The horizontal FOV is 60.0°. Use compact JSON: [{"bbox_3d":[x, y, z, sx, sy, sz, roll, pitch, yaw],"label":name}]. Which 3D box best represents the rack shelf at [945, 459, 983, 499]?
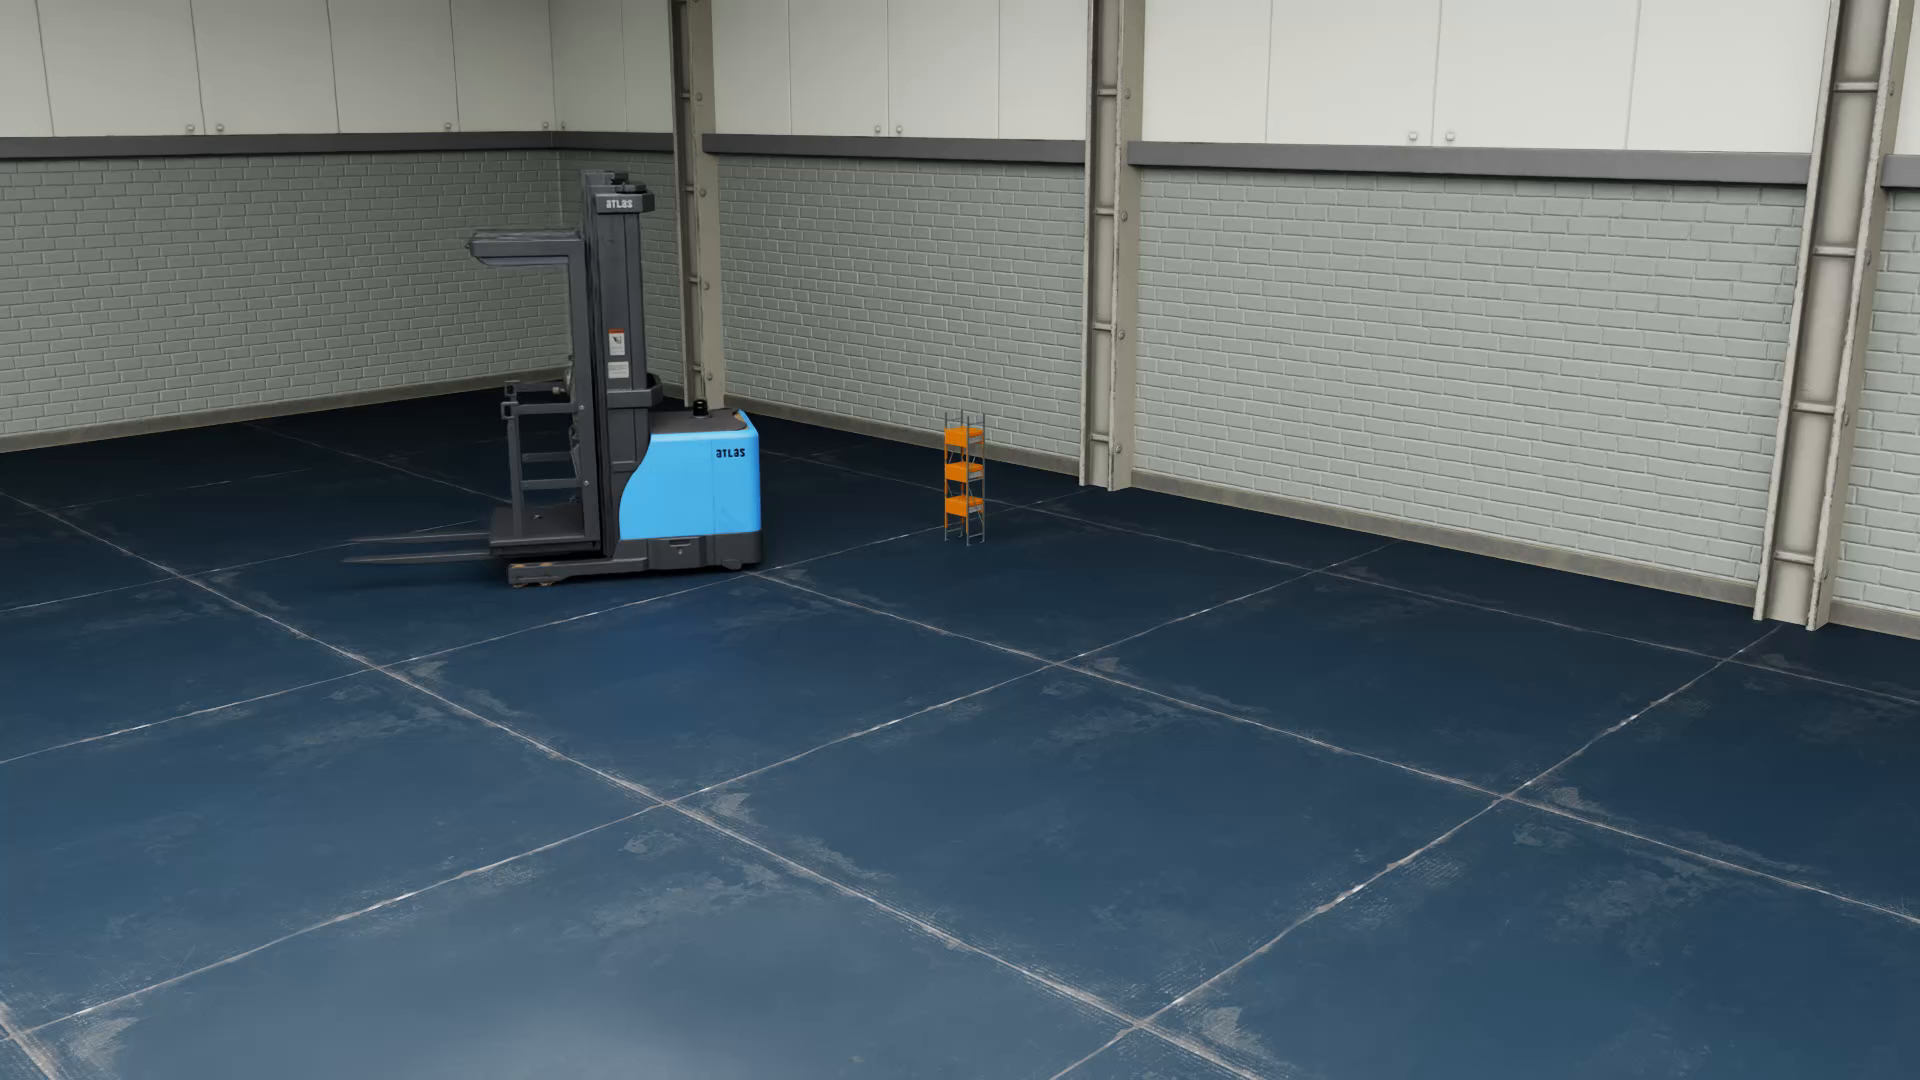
[{"bbox_3d":[0.039,-0.488,13.266,0.240,0.259,0.215,14,20,42],"label":"rack shelf"}]

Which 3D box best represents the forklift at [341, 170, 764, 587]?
[{"bbox_3d":[-3.055,-1.219,12.298,3.031,2.935,1.130,-4,15,-13],"label":"forklift"}]

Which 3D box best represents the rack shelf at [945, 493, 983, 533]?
[{"bbox_3d":[0.039,-0.219,13.336,0.240,0.259,0.215,14,20,42],"label":"rack shelf"}]

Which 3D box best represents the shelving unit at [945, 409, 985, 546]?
[{"bbox_3d":[0.039,-0.499,13.264,0.252,1.050,0.215,14,20,42],"label":"shelving unit"}]

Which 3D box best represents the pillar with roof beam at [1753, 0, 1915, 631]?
[{"bbox_3d":[2.679,-3.028,7.207,0.400,9.000,9.100,14,20,42],"label":"pillar with roof beam"}]

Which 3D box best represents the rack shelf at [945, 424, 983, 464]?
[{"bbox_3d":[0.039,-0.763,13.195,0.240,0.259,0.215,14,20,42],"label":"rack shelf"}]

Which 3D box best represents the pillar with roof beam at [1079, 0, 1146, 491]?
[{"bbox_3d":[-1.641,-4.078,11.237,0.400,9.000,9.100,14,20,42],"label":"pillar with roof beam"}]

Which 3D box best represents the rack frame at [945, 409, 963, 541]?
[{"bbox_3d":[-0.049,-0.520,13.346,0.008,1.050,0.200,14,20,42],"label":"rack frame"}]

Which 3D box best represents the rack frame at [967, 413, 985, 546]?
[{"bbox_3d":[0.126,-0.477,13.182,0.008,1.050,0.200,14,20,42],"label":"rack frame"}]

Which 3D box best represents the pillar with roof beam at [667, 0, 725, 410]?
[{"bbox_3d":[-5.960,-5.128,15.267,0.400,9.000,9.100,14,20,42],"label":"pillar with roof beam"}]
